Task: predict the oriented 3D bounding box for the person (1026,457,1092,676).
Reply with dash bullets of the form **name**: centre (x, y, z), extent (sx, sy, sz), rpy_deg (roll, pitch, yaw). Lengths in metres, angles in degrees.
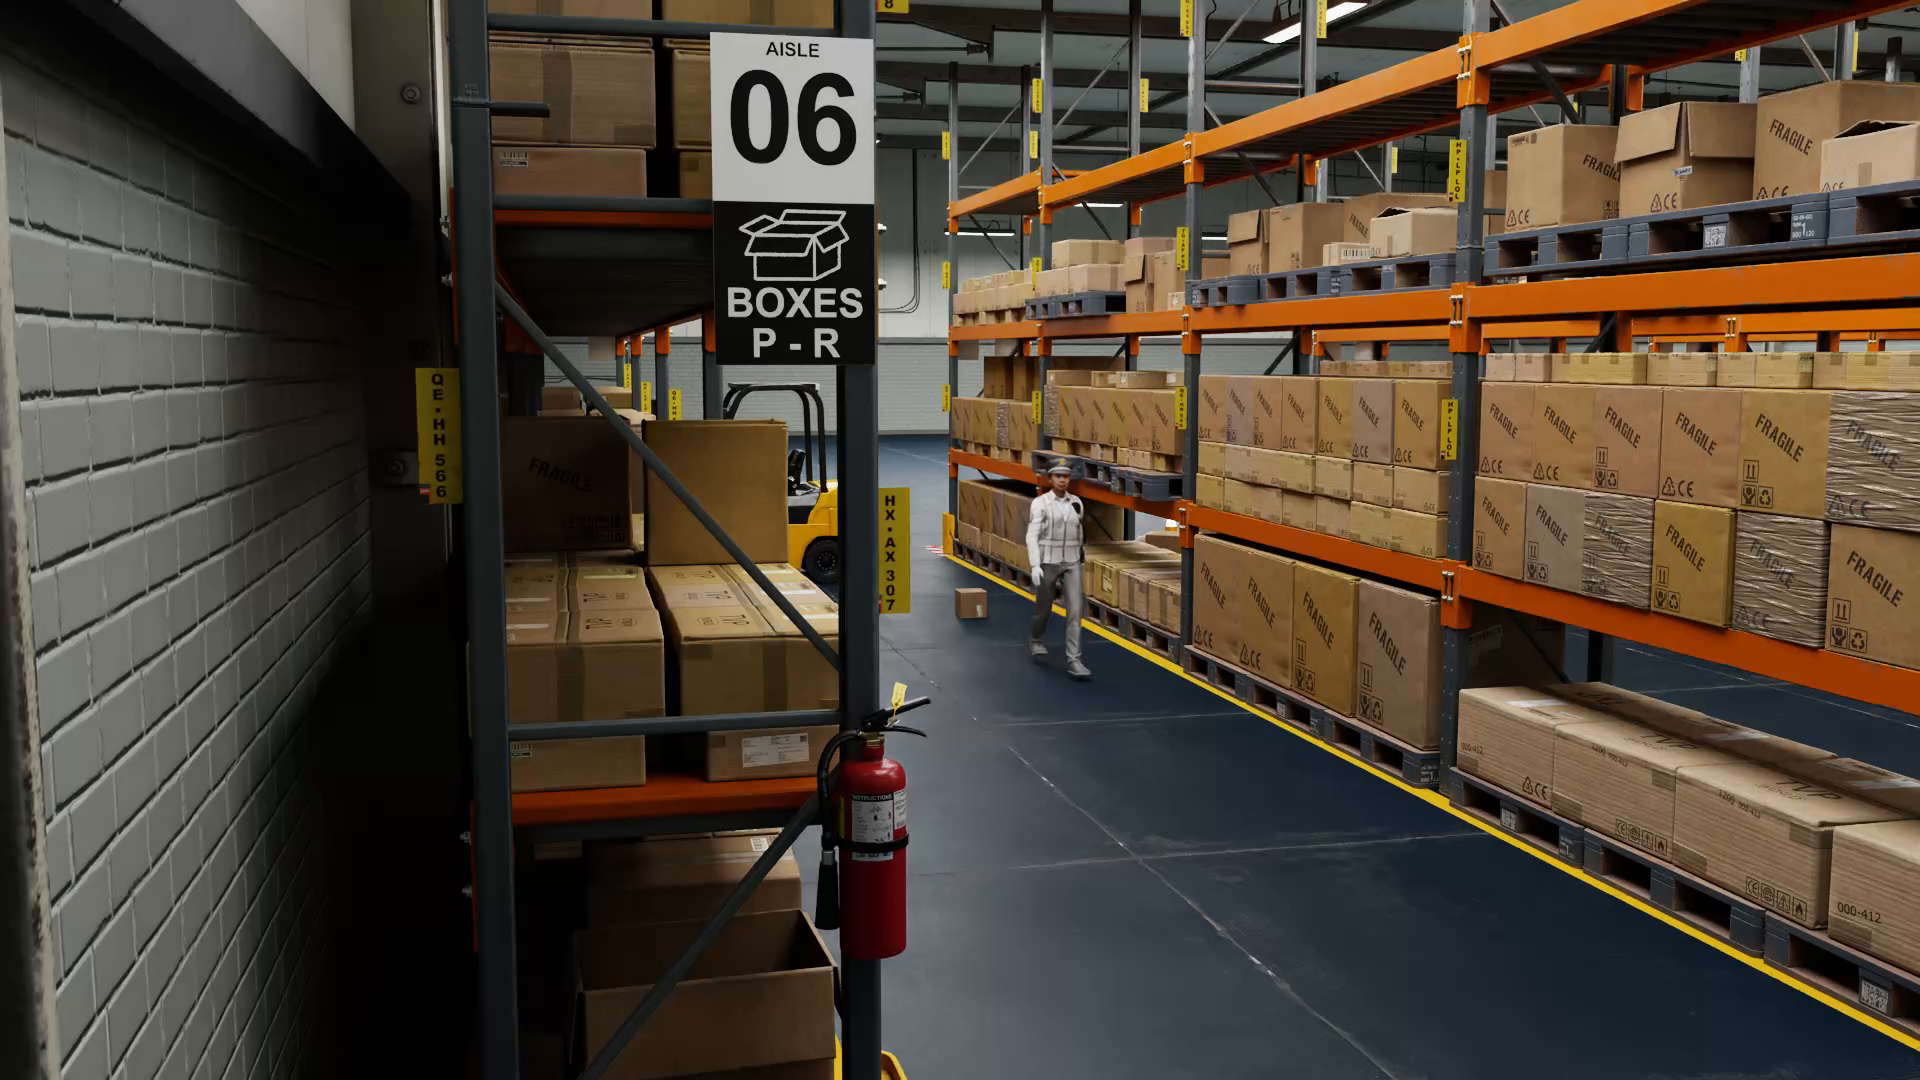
- **person**: centre (0.750, 0.180, 12.849), extent (0.505, 1.641, 0.971), rpy_deg (-2, 6, -14)
